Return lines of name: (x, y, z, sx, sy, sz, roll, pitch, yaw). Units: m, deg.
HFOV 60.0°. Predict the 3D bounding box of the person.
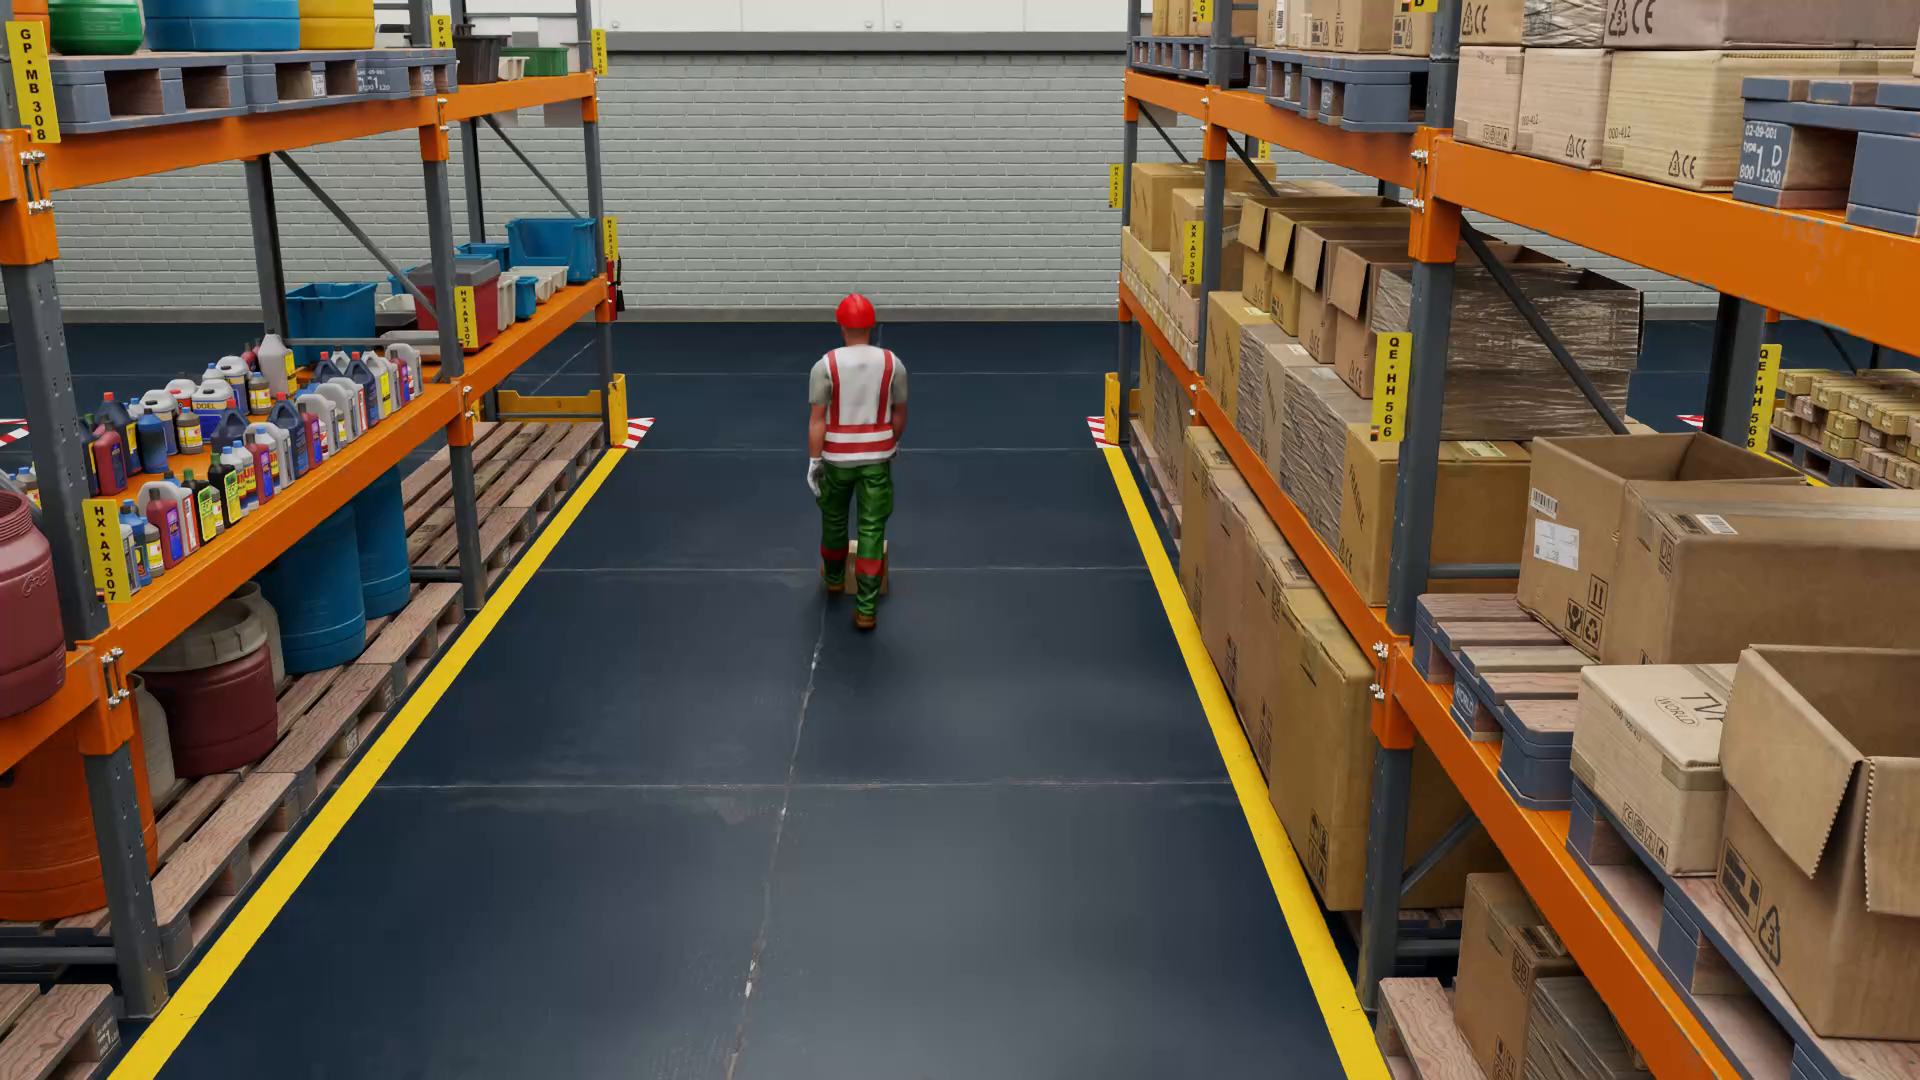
person: (-0.561, -0.489, 9.061, 0.547, 1.748, 0.927, -2, 17, -5)
